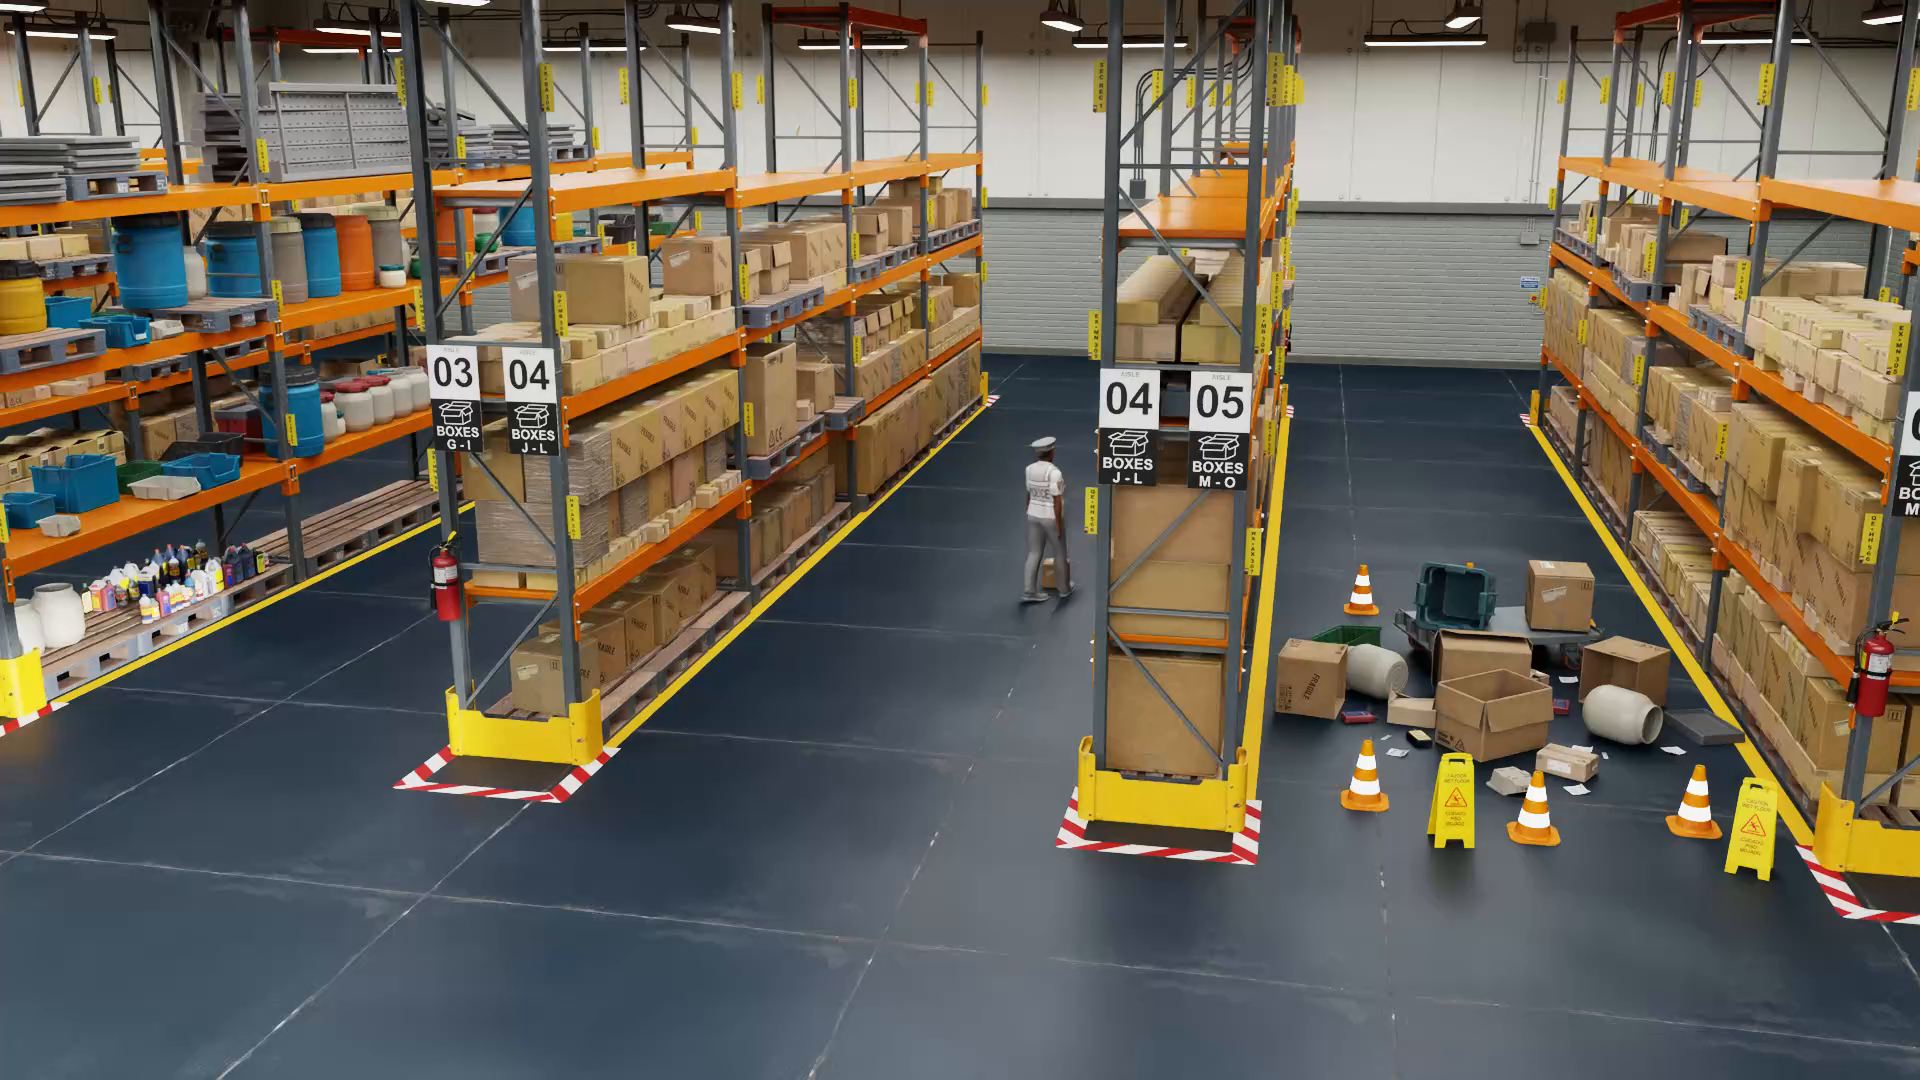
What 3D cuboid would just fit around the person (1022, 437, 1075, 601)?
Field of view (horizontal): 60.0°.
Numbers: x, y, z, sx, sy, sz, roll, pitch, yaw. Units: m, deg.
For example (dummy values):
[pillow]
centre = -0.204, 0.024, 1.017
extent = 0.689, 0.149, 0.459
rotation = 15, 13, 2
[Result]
[person]
centre = 0.908, -0.219, 16.819
extent = 0.459, 1.656, 0.676
rotation = 12, 19, 38
